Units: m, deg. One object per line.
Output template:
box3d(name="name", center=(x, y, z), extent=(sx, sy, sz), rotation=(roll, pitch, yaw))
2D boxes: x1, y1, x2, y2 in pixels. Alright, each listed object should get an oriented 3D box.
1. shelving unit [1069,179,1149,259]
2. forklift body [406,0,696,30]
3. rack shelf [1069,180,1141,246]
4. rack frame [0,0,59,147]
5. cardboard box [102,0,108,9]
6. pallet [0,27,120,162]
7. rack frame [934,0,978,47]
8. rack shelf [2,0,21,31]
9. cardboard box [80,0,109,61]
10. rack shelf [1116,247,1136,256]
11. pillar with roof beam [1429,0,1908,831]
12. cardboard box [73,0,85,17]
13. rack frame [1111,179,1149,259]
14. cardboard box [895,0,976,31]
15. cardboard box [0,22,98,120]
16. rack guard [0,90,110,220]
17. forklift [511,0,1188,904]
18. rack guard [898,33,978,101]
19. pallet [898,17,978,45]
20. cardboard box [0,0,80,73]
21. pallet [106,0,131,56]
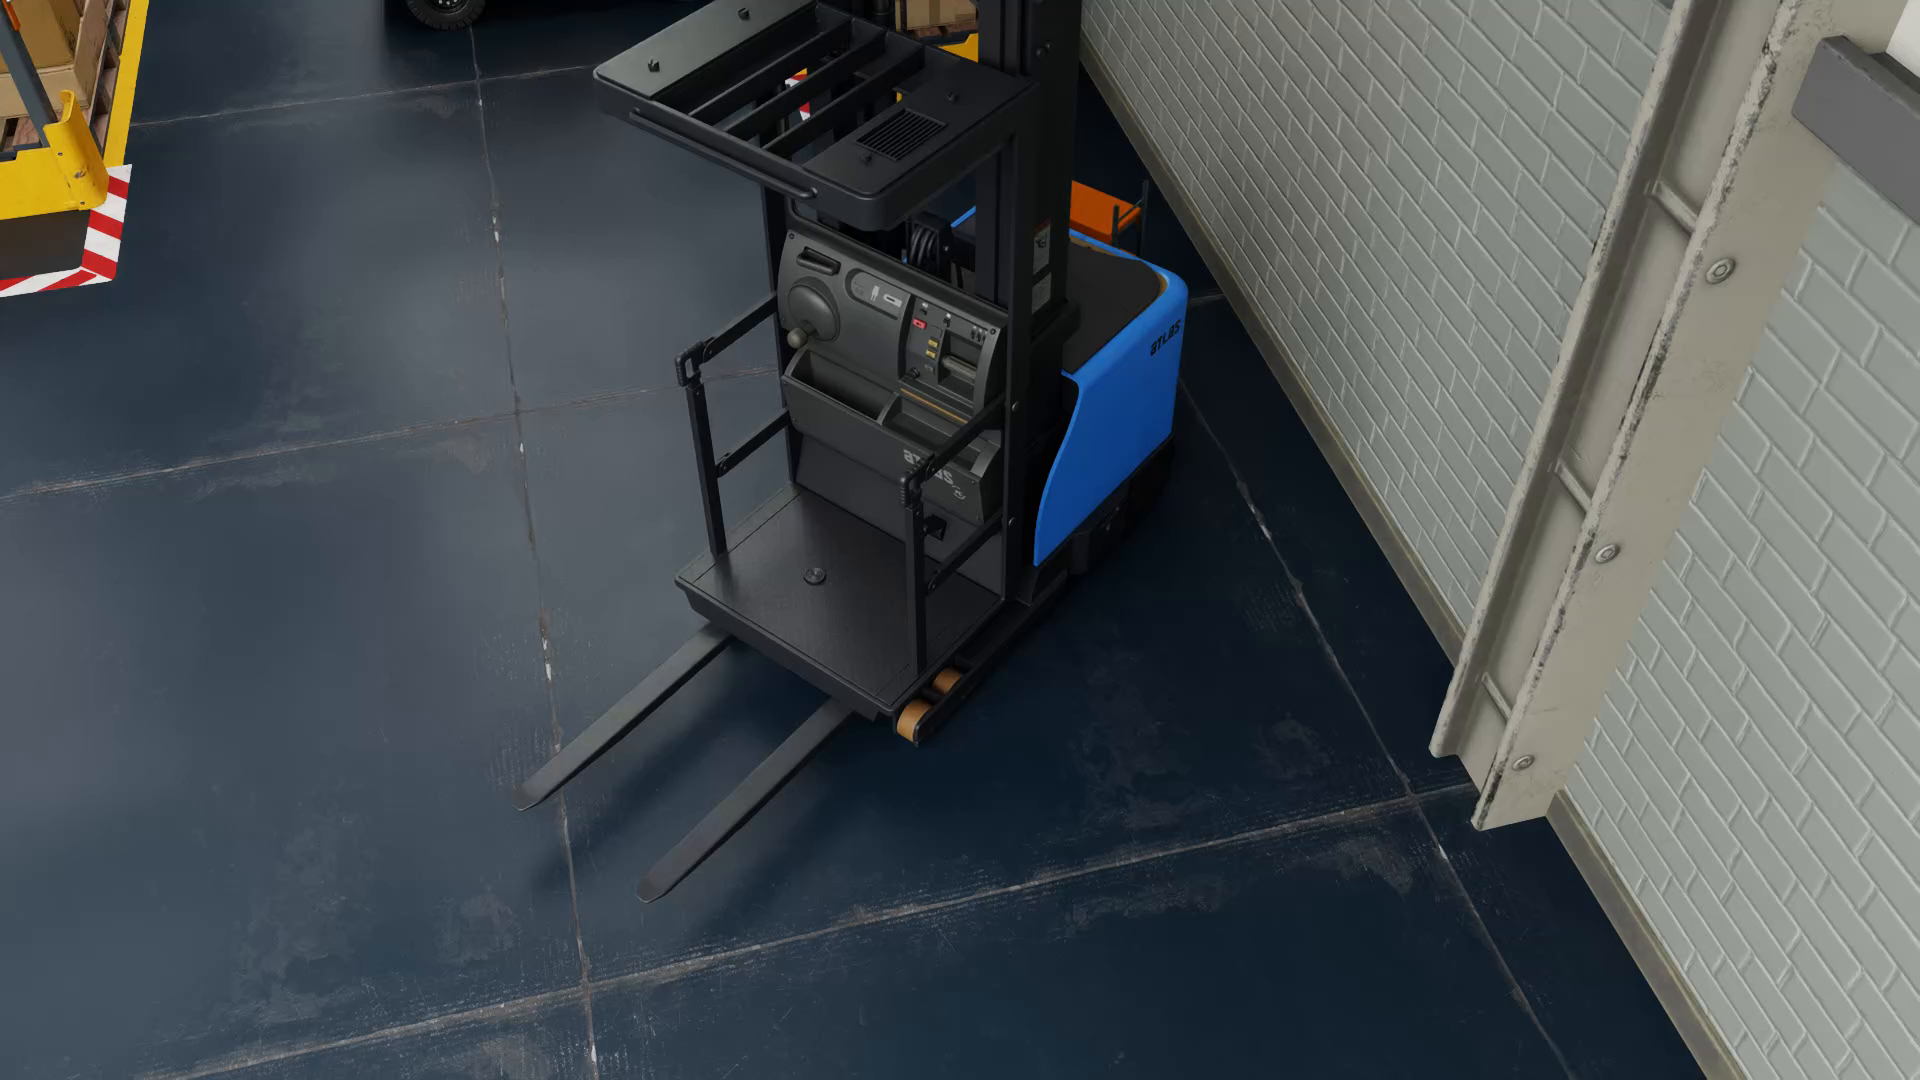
box3d(name="shelving unit", center=(0.495, -1.079, 7.218), extent=(0.503, 1.200, 0.258), rotation=(28, 52, 25))
box3d(name="forklift body", center=(-2.522, -4.343, 9.751), extent=(2.313, 2.155, 1.214), rotation=(-11, 47, -10))
box3d(name="rack shelf", center=(0.495, -1.354, 6.937), extent=(0.480, 0.148, 0.258), rotation=(28, 52, 25))
box3d(name="rack frame", center=(-5.070, -2.755, 7.600), extent=(1.000, 3.000, 0.127), rotation=(-11, 47, -10))
box3d(name="cardboard box", center=(-5.285, -3.275, 9.741), extent=(0.500, 0.250, 0.500), rotation=(-8, 46, -8))
box3d(name="pallet", center=(-5.264, -2.399, 9.204), extent=(1.003, 0.211, 1.213), rotation=(-11, 47, -10))
box3d(name="rack frame", center=(-0.273, -3.665, 8.492), extent=(1.000, 3.000, 0.127), rotation=(-11, 47, -10))
box3d(name="rack shelf", center=(-5.582, -3.884, 9.210), extent=(1.077, 0.370, 4.000), rotation=(-11, 47, -10))
box3d(name="cardboard box", center=(-5.133, -2.901, 9.374), extent=(0.500, 0.250, 0.500), rotation=(-9, 46, -9))
box3d(name="rack shelf", center=(0.495, -1.188, 7.106), extent=(0.480, 0.148, 0.258), rotation=(28, 52, 25))
box3d(name="pillar with roof beam", center=(-2.206, -1.481, 2.151), extent=(9.100, 9.000, 0.400), rotation=(-11, 47, -10))
box3d(name="cardboard box", center=(-5.154, -3.186, 9.129), extent=(0.500, 0.500, 0.500), rotation=(-12, 47, -12))
box3d(name="rack frame", center=(0.690, -0.974, 7.115), extent=(0.015, 1.200, 0.240), rotation=(28, 52, 25))
box3d(name="cardboard box", center=(-0.210, -3.224, 9.692), extent=(0.500, 0.250, 0.500), rotation=(-11, 47, -10))
box3d(name="cardboard box", center=(-5.010, -2.547, 9.028), extent=(0.500, 0.250, 0.500), rotation=(-11, 47, -11))
box3d(name="rack guard", center=(-5.090, -1.932, 8.544), extent=(1.175, 0.500, 0.348), rotation=(-11, 47, -10))
box3d(name="forklift", center=(-0.383, -0.668, 5.603), extent=(1.130, 2.935, 3.031), rotation=(29, 52, 25))
box3d(name="rack guard", center=(-0.267, -2.773, 9.369), extent=(1.175, 0.500, 0.348), rotation=(-11, 47, -10))
box3d(name="pallet", center=(-0.509, -3.209, 9.998), extent=(1.003, 0.211, 1.213), rotation=(-11, 47, -10))
box3d(name="cardboard box", center=(-5.016, -2.826, 8.776), extent=(0.500, 0.500, 0.500), rotation=(-12, 47, -12))
box3d(name="pallet", center=(-5.572, -3.239, 10.027), extent=(1.003, 0.211, 1.213), rotation=(-11, 47, -10))
